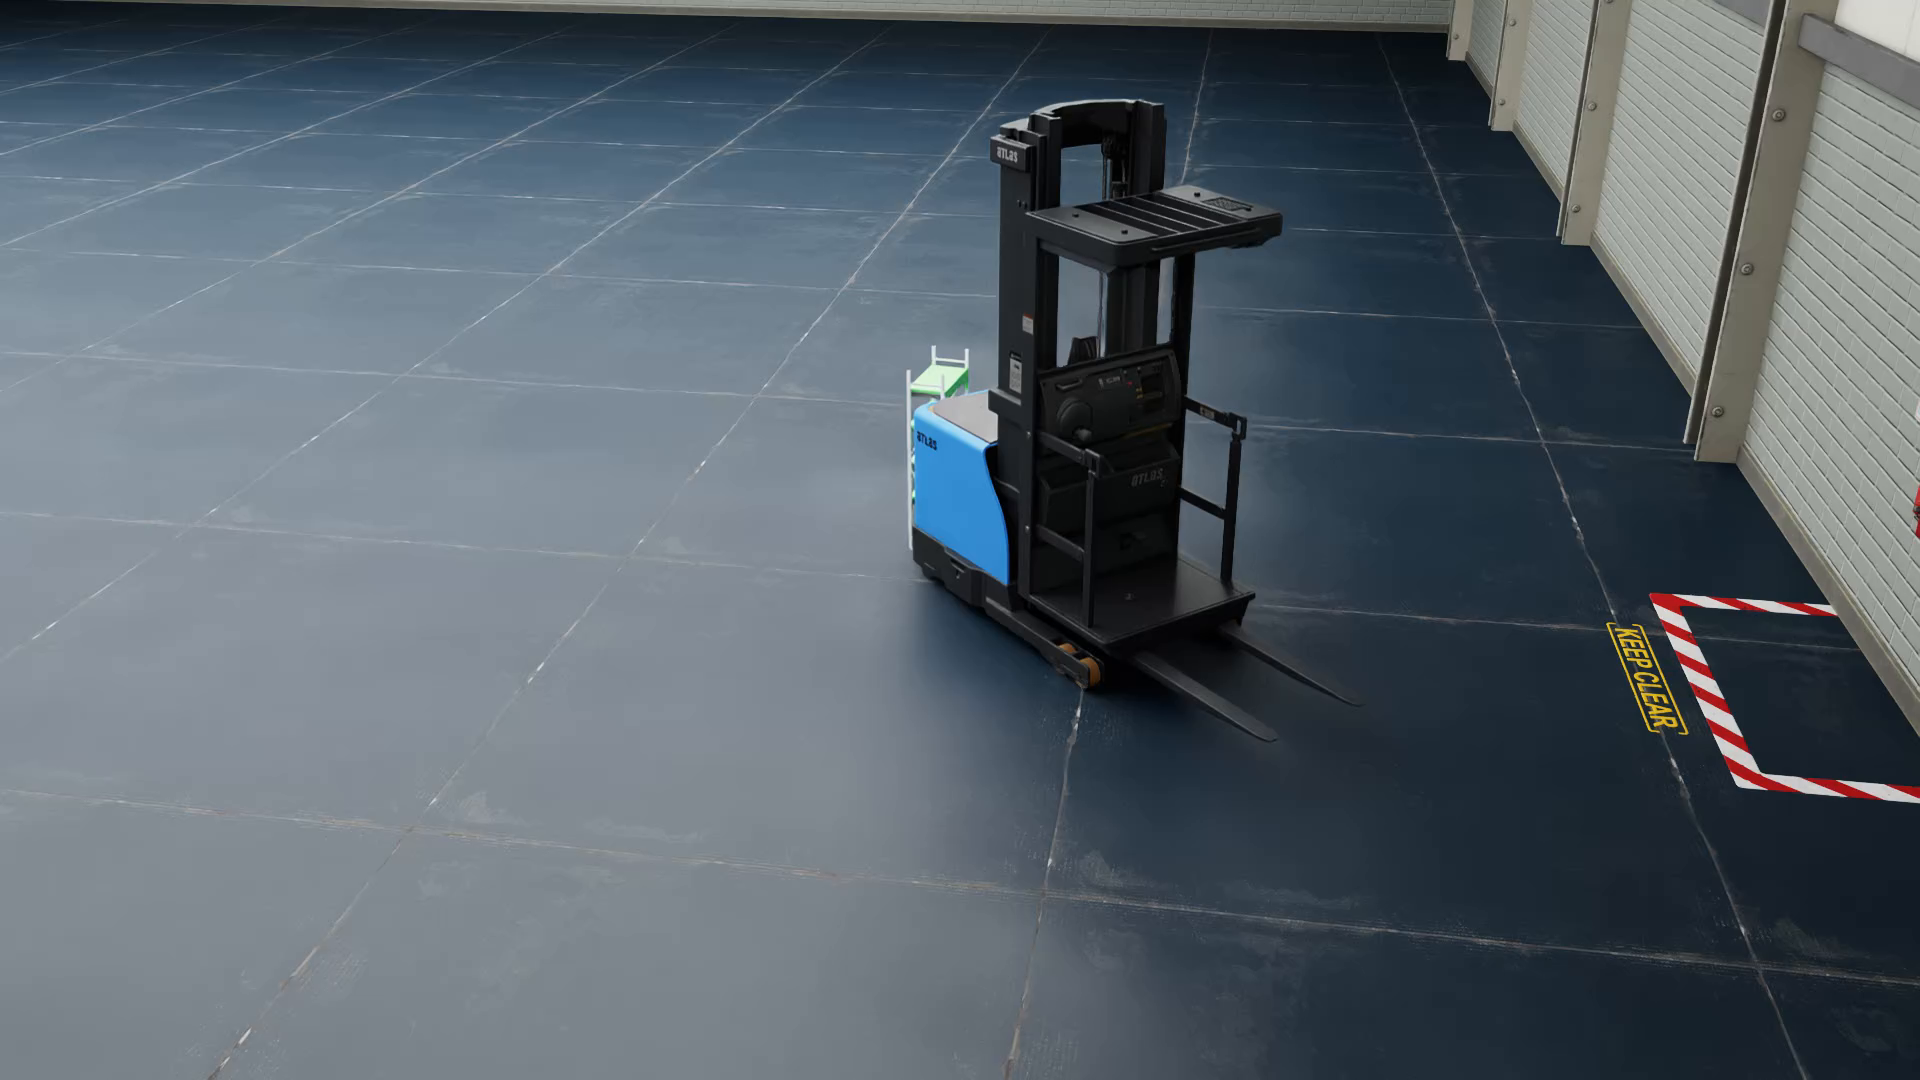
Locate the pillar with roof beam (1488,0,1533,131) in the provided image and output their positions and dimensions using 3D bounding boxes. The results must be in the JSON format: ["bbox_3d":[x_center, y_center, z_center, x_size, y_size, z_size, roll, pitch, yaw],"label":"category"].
[{"bbox_3d":[3.193,-10.035,21.573,9.100,9.000,0.400,4,25,9],"label":"pillar with roof beam"}]

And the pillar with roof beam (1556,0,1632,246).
[{"bbox_3d":[2.212,-7.525,16.212,9.100,9.000,0.400,4,25,9],"label":"pillar with roof beam"}]

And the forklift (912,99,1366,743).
[{"bbox_3d":[0.946,-0.751,8.898,1.130,2.935,3.031,-16,29,-30],"label":"forklift"}]

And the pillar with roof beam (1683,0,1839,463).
[{"bbox_3d":[1.232,-5.016,10.851,9.100,9.000,0.400,4,25,9],"label":"pillar with roof beam"}]

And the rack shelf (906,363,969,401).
[{"bbox_3d":[-0.135,-0.950,10.382,0.258,0.148,0.480,8,26,16],"label":"rack shelf"}]

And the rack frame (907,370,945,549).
[{"bbox_3d":[-0.208,-0.474,10.348,0.240,1.200,0.015,8,26,16],"label":"rack frame"}]

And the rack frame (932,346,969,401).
[{"bbox_3d":[-0.061,-0.671,10.769,0.240,1.200,0.015,8,26,16],"label":"rack frame"}]

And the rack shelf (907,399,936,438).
[{"bbox_3d":[-0.135,-0.732,10.484,0.258,0.148,0.480,8,26,16],"label":"rack shelf"}]

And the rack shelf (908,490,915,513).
[{"bbox_3d":[-0.135,-0.298,10.687,0.258,0.148,0.480,8,26,16],"label":"rack shelf"}]

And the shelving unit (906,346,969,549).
[{"bbox_3d":[-0.135,-0.573,10.558,0.258,1.200,0.503,8,26,16],"label":"shelving unit"}]

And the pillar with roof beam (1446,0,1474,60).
[{"bbox_3d":[4.173,-12.544,26.934,9.100,9.000,0.400,4,25,9],"label":"pillar with roof beam"}]

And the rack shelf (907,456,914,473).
[{"bbox_3d":[-0.135,-0.515,10.585,0.258,0.148,0.480,8,26,16],"label":"rack shelf"}]

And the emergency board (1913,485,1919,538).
[{"bbox_3d":[4.940,-0.522,8.327,0.194,1.169,0.643,4,25,9],"label":"emergency board"}]

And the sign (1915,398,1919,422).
[{"bbox_3d":[5.132,-0.762,8.798,0.001,0.329,0.234,4,25,9],"label":"sign"}]
